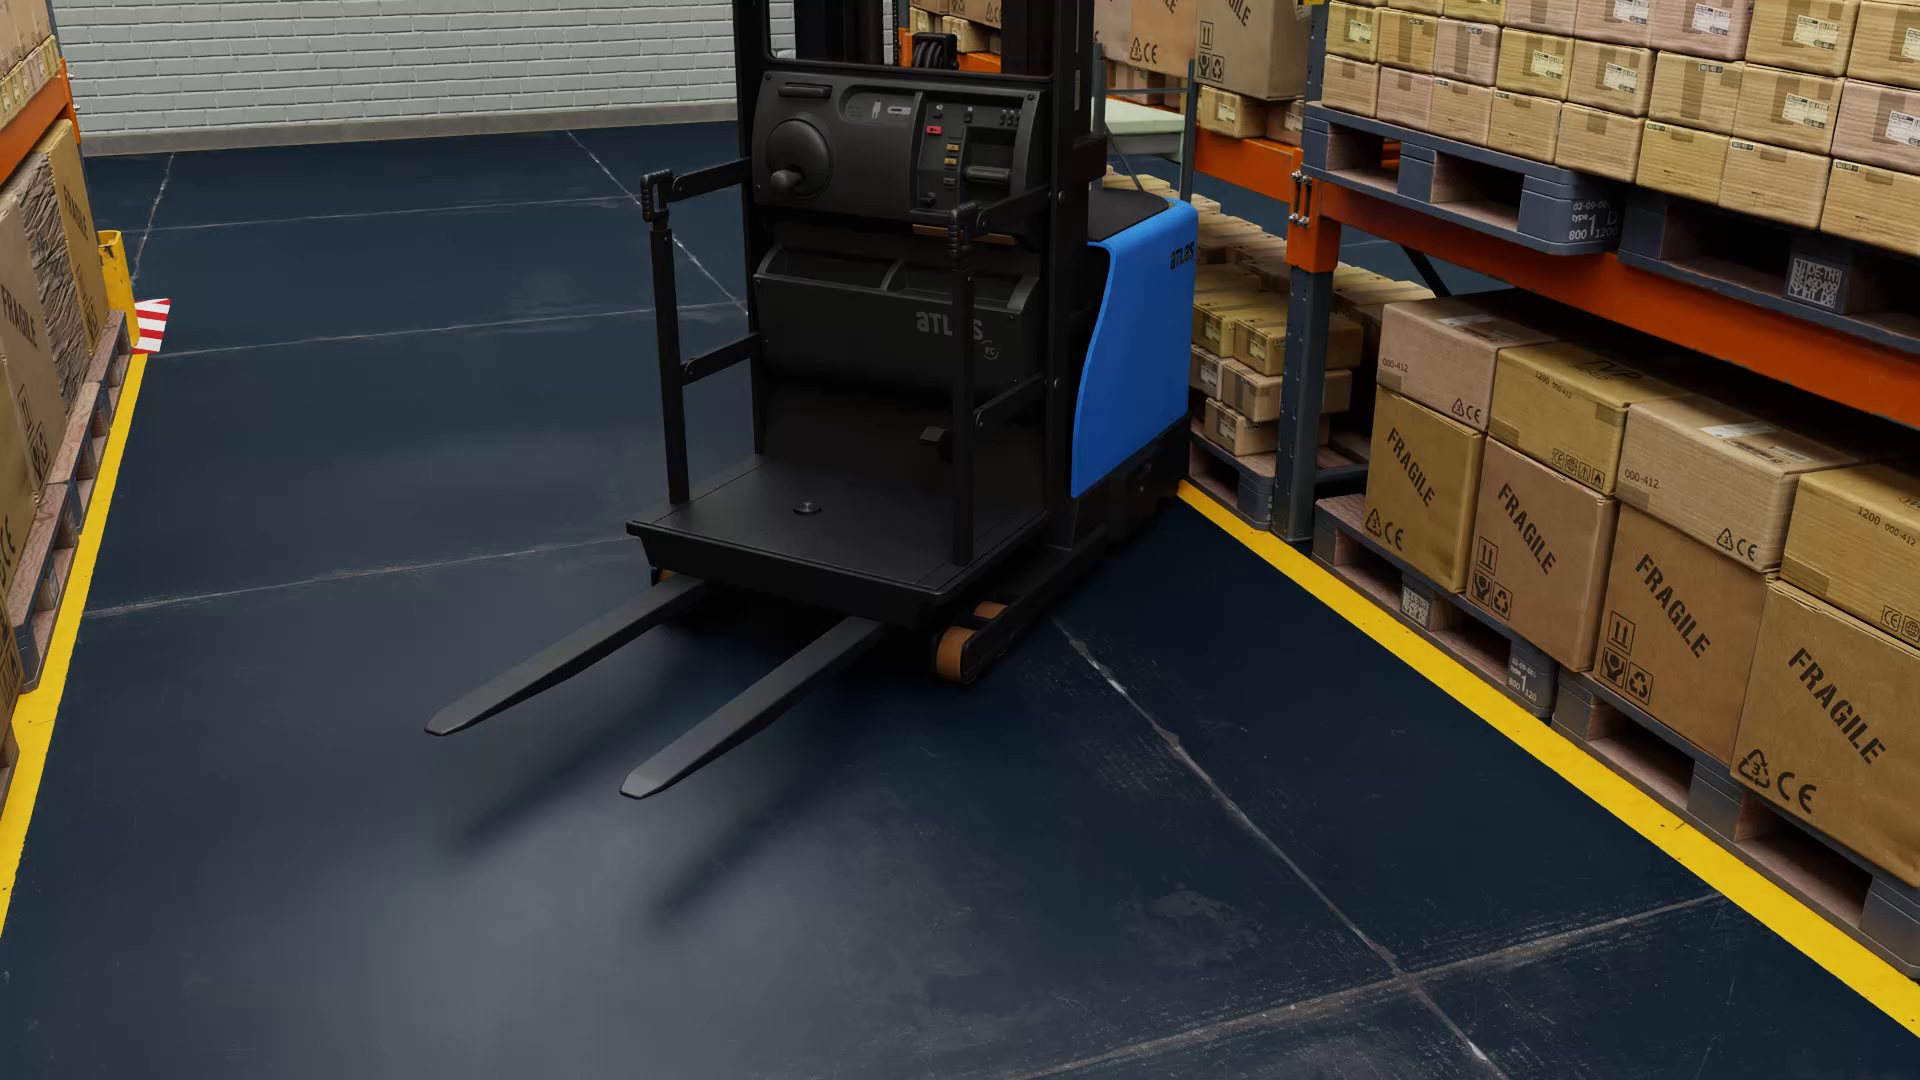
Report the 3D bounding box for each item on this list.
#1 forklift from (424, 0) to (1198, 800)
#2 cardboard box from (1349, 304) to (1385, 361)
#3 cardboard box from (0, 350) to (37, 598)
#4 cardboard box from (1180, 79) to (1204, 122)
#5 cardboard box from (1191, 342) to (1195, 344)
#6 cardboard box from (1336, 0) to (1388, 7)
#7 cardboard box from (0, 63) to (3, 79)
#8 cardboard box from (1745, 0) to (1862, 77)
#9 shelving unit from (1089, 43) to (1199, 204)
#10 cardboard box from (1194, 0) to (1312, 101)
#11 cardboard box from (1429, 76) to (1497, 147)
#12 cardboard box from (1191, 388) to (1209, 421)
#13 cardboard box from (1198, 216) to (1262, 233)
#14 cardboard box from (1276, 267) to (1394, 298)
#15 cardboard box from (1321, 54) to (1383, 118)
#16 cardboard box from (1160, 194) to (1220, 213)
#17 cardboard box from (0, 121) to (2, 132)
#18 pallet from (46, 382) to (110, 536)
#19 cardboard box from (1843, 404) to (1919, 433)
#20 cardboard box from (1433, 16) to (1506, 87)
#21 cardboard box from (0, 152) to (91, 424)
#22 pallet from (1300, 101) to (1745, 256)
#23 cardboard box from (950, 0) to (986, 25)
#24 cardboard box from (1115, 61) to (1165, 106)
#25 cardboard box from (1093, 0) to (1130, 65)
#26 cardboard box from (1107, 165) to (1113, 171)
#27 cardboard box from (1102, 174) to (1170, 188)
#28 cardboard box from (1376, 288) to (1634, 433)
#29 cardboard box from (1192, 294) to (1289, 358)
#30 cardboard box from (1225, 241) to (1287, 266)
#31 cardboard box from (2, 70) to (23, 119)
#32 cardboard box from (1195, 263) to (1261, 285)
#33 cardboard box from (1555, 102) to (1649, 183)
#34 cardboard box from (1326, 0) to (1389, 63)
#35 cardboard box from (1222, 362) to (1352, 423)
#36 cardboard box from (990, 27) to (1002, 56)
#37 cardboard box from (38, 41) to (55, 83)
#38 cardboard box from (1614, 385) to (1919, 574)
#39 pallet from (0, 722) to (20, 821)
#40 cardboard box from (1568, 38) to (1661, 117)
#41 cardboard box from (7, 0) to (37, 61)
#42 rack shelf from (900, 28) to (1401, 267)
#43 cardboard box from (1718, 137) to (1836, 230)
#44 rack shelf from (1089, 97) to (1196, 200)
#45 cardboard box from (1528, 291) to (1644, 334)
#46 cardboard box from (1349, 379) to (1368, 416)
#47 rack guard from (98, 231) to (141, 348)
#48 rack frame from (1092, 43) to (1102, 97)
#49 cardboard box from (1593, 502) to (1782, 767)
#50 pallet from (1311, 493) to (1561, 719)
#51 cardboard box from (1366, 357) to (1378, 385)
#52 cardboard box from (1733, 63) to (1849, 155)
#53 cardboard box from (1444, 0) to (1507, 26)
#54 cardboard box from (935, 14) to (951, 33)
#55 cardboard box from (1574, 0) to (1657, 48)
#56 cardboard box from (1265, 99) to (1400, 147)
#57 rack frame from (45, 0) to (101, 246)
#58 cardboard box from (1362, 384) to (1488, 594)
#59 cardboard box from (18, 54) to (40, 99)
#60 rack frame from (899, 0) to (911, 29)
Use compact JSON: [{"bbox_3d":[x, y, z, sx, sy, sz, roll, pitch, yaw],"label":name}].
[{"bbox_3d":[-0.301,-1.136,4.672,1.130,2.935,3.031,12,26,26],"label":"forklift"},{"bbox_3d":[1.644,-0.763,6.062,0.380,0.149,0.250,-7,24,-17],"label":"cardboard box"},{"bbox_3d":[-3.263,-0.277,4.740,0.875,0.875,0.875,-8,24,-19],"label":"cardboard box"},{"bbox_3d":[1.020,-1.595,5.996,0.380,0.149,0.250,-7,24,-17],"label":"cardboard box"},{"bbox_3d":[0.945,-0.735,6.378,0.380,0.149,0.250,-9,25,-21],"label":"cardboard box"},{"bbox_3d":[1.280,-1.601,4.703,0.380,0.149,0.250,-7,24,-16],"label":"cardboard box"},{"bbox_3d":[-3.551,-1.635,5.578,0.500,0.250,0.500,-8,24,-19],"label":"cardboard box"},{"bbox_3d":[1.837,-1.034,3.358,0.380,0.149,0.250,-8,24,-17],"label":"cardboard box"},{"bbox_3d":[0.493,-1.075,6.309,0.431,1.500,0.755,-8,23,-22],"label":"shelving unit"},{"bbox_3d":[1.136,-1.775,5.589,0.500,0.500,0.500,-8,24,-19],"label":"cardboard box"},{"bbox_3d":[1.469,-1.136,4.365,0.380,0.149,0.250,-8,24,-19],"label":"cardboard box"},{"bbox_3d":[1.101,-0.537,6.291,0.380,0.149,0.250,-8,24,-18],"label":"cardboard box"},{"bbox_3d":[1.116,-1.334,7.417,0.380,0.149,0.250,-8,24,-19],"label":"cardboard box"},{"bbox_3d":[1.466,-0.956,6.521,0.380,0.149,0.250,-9,24,-20],"label":"cardboard box"},{"bbox_3d":[1.280,-1.327,4.819,0.380,0.149,0.250,-10,25,-22],"label":"cardboard box"},{"bbox_3d":[1.007,-1.537,7.897,0.380,0.149,0.250,-7,24,-17],"label":"cardboard box"},{"bbox_3d":[-3.450,-1.415,5.569,0.380,0.149,0.250,-9,25,-21],"label":"cardboard box"},{"bbox_3d":[-3.734,-0.258,6.089,1.003,0.211,1.213,-8,24,-19],"label":"pallet"},{"bbox_3d":[2.440,-0.228,4.141,0.500,0.250,0.500,-9,25,-21],"label":"cardboard box"},{"bbox_3d":[1.465,-1.276,4.316,0.380,0.149,0.250,-8,24,-18],"label":"cardboard box"},{"bbox_3d":[-3.895,-0.927,6.283,0.875,0.875,0.875,-8,24,-19],"label":"cardboard box"},{"bbox_3d":[1.706,-1.069,4.672,1.003,0.211,1.213,-8,24,-19],"label":"pallet"},{"bbox_3d":[0.272,-2.700,7.782,0.500,0.500,0.500,-8,24,-19],"label":"cardboard box"},{"bbox_3d":[0.828,-1.787,6.451,0.380,0.149,0.250,-9,25,-21],"label":"cardboard box"},{"bbox_3d":[0.780,-2.145,6.466,0.500,0.500,0.500,-8,24,-19],"label":"cardboard box"},{"bbox_3d":[0.583,-1.905,8.772,0.380,0.149,0.250,-8,24,-18],"label":"cardboard box"},{"bbox_3d":[0.828,-1.729,8.355,0.380,0.149,0.250,-9,24,-20],"label":"cardboard box"},{"bbox_3d":[1.586,-0.538,4.876,0.500,0.250,0.500,-9,25,-21],"label":"cardboard box"},{"bbox_3d":[1.075,-0.790,6.127,0.380,0.149,0.250,-8,24,-18],"label":"cardboard box"},{"bbox_3d":[1.340,-1.152,6.984,0.380,0.149,0.250,-8,24,-18],"label":"cardboard box"},{"bbox_3d":[-3.629,-1.600,6.007,0.380,0.149,0.250,-8,24,-19],"label":"cardboard box"},{"bbox_3d":[0.962,-0.985,6.588,0.380,0.149,0.250,-8,24,-17],"label":"cardboard box"},{"bbox_3d":[1.647,-0.952,3.929,0.380,0.149,0.250,-9,25,-21],"label":"cardboard box"},{"bbox_3d":[1.280,-1.464,4.761,0.380,0.149,0.250,-8,24,-18],"label":"cardboard box"},{"bbox_3d":[1.163,-0.543,5.923,0.380,0.149,0.250,-8,24,-18],"label":"cardboard box"},{"bbox_3d":[0.360,-2.363,7.818,0.380,0.149,0.250,-7,24,-17],"label":"cardboard box"},{"bbox_3d":[-3.990,-1.971,6.887,0.380,0.149,0.250,-8,24,-18],"label":"cardboard box"},{"bbox_3d":[1.952,-0.159,3.977,0.500,0.250,0.500,-7,24,-17],"label":"cardboard box"},{"bbox_3d":[-2.761,0.743,3.714,1.003,0.211,1.213,-8,24,-19],"label":"pallet"},{"bbox_3d":[1.655,-1.084,3.860,0.380,0.149,0.250,-7,24,-17],"label":"cardboard box"},{"bbox_3d":[-3.919,-2.009,6.464,0.500,0.250,0.500,-9,24,-20],"label":"cardboard box"},{"bbox_3d":[0.865,-1.851,7.205,1.077,0.370,4.000,-8,24,-19],"label":"rack shelf"},{"bbox_3d":[1.833,-0.761,3.477,0.380,0.149,0.250,-10,25,-21],"label":"cardboard box"},{"bbox_3d":[0.500,-1.439,6.171,0.431,0.370,0.720,-8,23,-22],"label":"rack shelf"},{"bbox_3d":[2.071,-0.607,5.039,0.500,0.250,0.500,-9,24,-20],"label":"cardboard box"},{"bbox_3d":[1.650,-0.608,6.461,0.380,0.149,0.250,-8,24,-17],"label":"cardboard box"},{"bbox_3d":[-4.526,-1.122,7.768,1.175,0.500,0.348,-8,24,-19],"label":"rack guard"},{"bbox_3d":[0.349,-1.196,6.623,0.400,1.500,0.023,-8,23,-22],"label":"rack frame"},{"bbox_3d":[1.971,0.188,4.119,0.500,0.500,0.500,-8,24,-18],"label":"cardboard box"},{"bbox_3d":[1.848,0.112,5.212,1.003,0.211,1.213,-8,24,-19],"label":"pallet"},{"bbox_3d":[1.743,-0.648,6.172,0.380,0.149,0.250,-7,24,-17],"label":"cardboard box"},{"bbox_3d":[1.835,-0.896,3.413,0.380,0.149,0.250,-9,24,-20],"label":"cardboard box"},{"bbox_3d":[1.473,-1.407,4.243,0.380,0.149,0.250,-8,24,-19],"label":"cardboard box"},{"bbox_3d":[0.095,-2.544,8.246,0.380,0.149,0.250,-7,24,-17],"label":"cardboard box"},{"bbox_3d":[1.650,-1.223,3.807,0.380,0.149,0.250,-9,24,-19],"label":"cardboard box"},{"bbox_3d":[1.252,-1.411,5.560,0.380,0.149,0.250,-9,24,-20],"label":"cardboard box"},{"bbox_3d":[-4.517,-2.265,7.262,1.000,3.000,0.127,-8,24,-19],"label":"rack frame"},{"bbox_3d":[1.585,-0.192,5.021,0.500,0.500,0.500,-7,24,-17],"label":"cardboard box"},{"bbox_3d":[-3.815,-1.788,6.454,0.380,0.149,0.250,-8,24,-18],"label":"cardboard box"},{"bbox_3d":[0.159,-2.909,8.789,1.000,3.000,0.127,-8,24,-19],"label":"rack frame"}]
